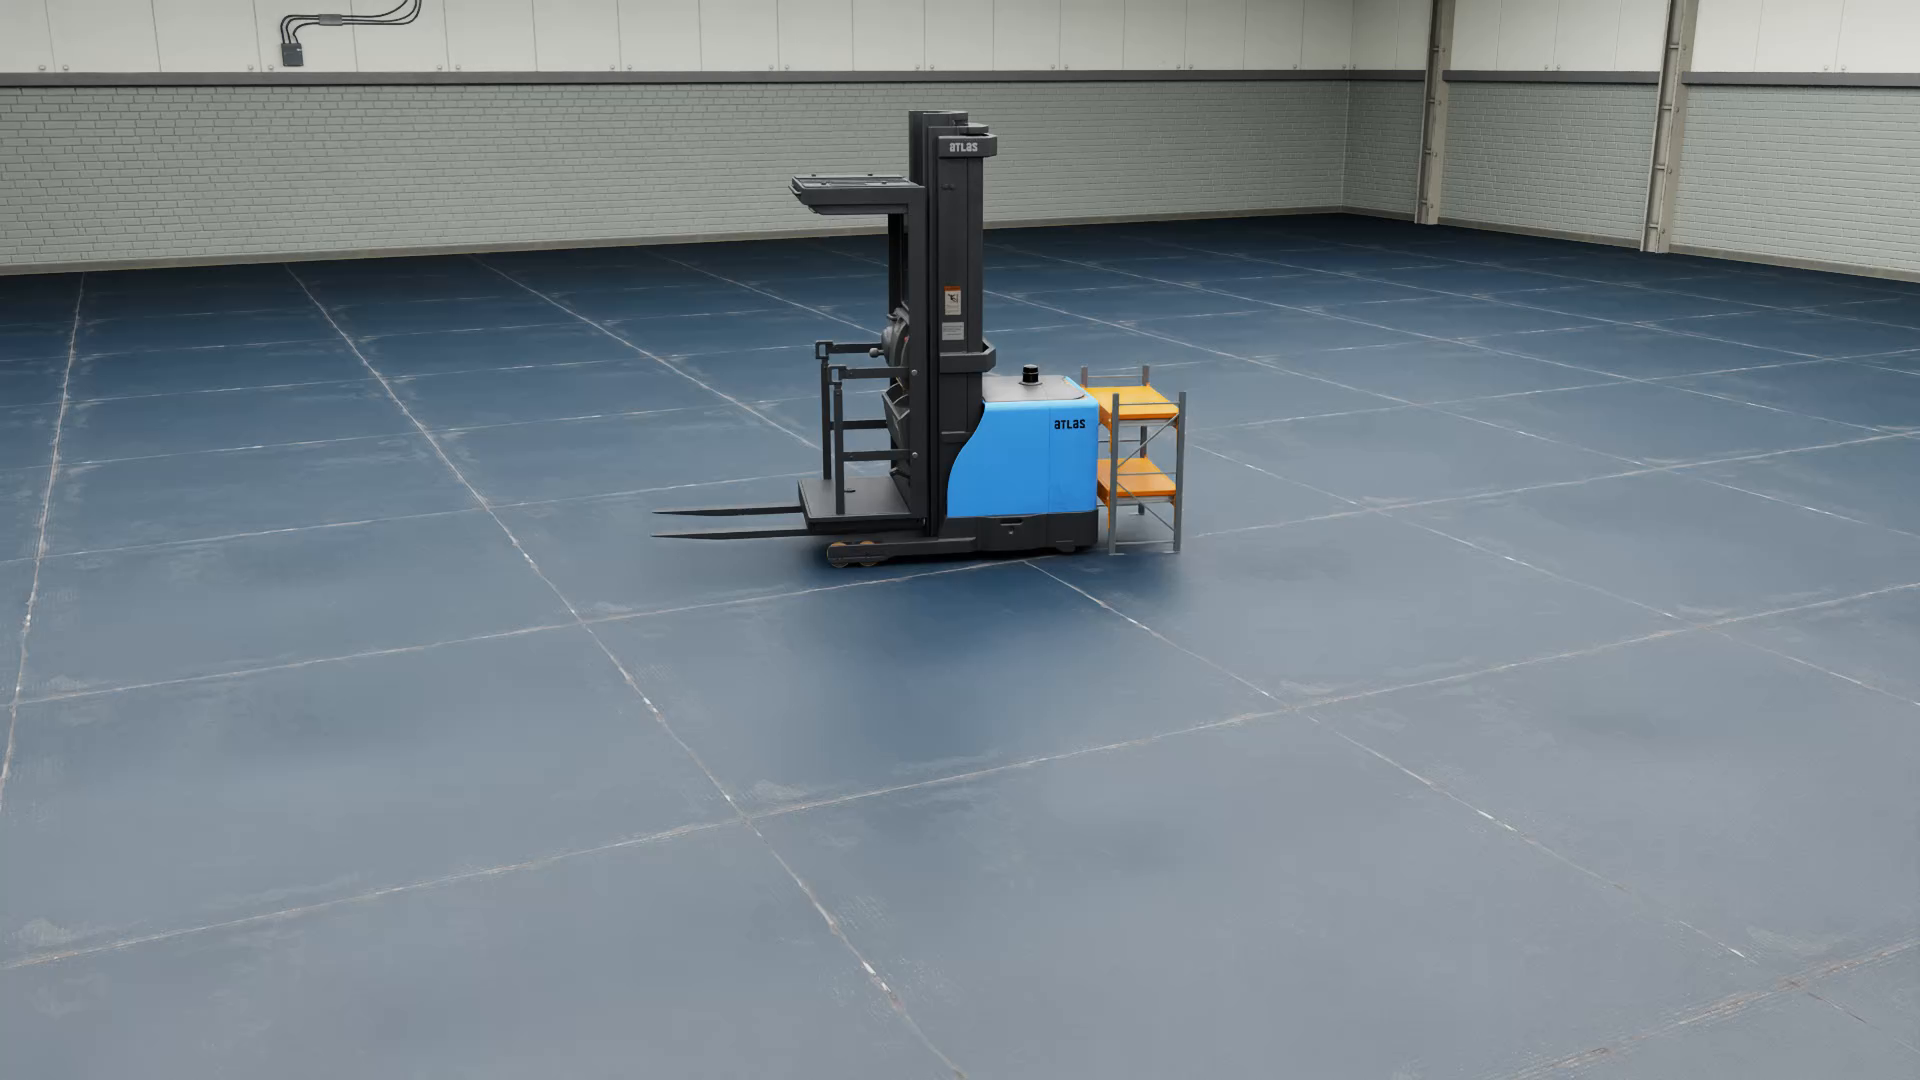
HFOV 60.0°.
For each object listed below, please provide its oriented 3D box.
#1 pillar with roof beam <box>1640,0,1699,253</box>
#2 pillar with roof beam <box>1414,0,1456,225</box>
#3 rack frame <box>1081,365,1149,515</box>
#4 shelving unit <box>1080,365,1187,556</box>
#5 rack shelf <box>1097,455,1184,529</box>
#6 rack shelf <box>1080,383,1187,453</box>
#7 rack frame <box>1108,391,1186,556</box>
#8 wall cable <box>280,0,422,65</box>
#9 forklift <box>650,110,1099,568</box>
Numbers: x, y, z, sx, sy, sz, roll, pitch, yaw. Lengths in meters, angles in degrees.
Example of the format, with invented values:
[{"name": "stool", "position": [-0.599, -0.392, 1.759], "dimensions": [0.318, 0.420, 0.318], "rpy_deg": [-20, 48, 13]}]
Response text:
[{"name": "pillar with roof beam", "position": [8.546, -8.961, 26.662], "dimensions": [9.100, 9.000, 0.400], "rpy_deg": [-8, 18, -25]}, {"name": "pillar with roof beam", "position": [5.917, -10.449, 31.847], "dimensions": [9.100, 9.000, 0.400], "rpy_deg": [-8, 18, -25]}, {"name": "rack frame", "position": [1.128, -0.725, 12.236], "dimensions": [0.500, 1.125, 0.032], "rpy_deg": [-2, 16, -7]}, {"name": "shelving unit", "position": [1.197, -0.586, 11.752], "dimensions": [0.538, 1.125, 1.048], "rpy_deg": [-2, 16, -7]}, {"name": "rack shelf", "position": [1.197, -0.351, 11.819], "dimensions": [0.538, 0.278, 1.000], "rpy_deg": [-2, 16, -7]}, {"name": "rack shelf", "position": [1.197, -0.867, 11.671], "dimensions": [0.538, 0.278, 1.000], "rpy_deg": [-2, 16, -7]}, {"name": "rack frame", "position": [1.266, -0.447, 11.268], "dimensions": [0.500, 1.125, 0.032], "rpy_deg": [-2, 16, -7]}, {"name": "wall cable", "position": [-10.090, -10.830, 27.012], "dimensions": [2.305, 6.003, 0.169], "rpy_deg": [-8, 18, -25]}, {"name": "forklift", "position": [-0.614, -1.381, 11.250], "dimensions": [3.031, 2.935, 1.130], "rpy_deg": [-3, 16, -9]}]
